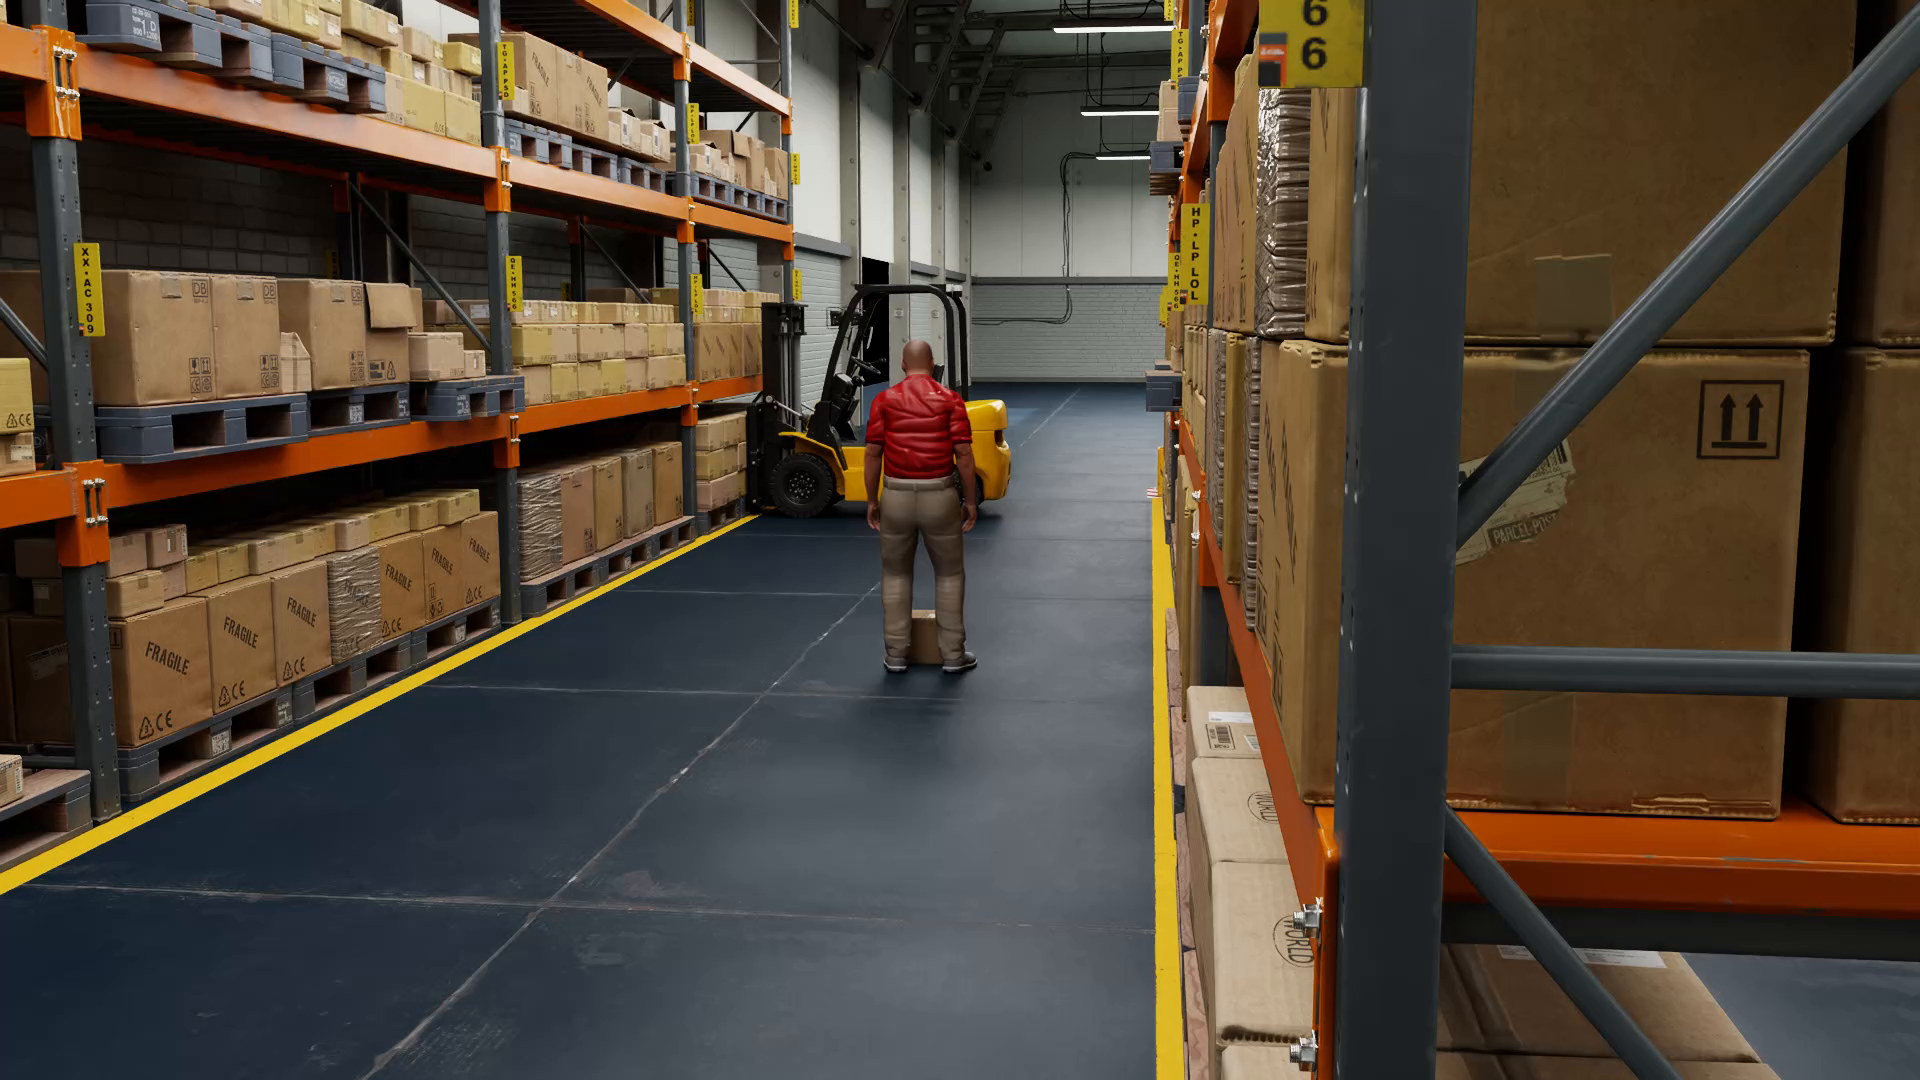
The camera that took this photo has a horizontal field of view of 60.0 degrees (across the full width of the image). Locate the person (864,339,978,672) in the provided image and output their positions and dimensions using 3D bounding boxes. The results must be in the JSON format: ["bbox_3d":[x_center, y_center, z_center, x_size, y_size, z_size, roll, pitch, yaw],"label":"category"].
[{"bbox_3d":[-0.205,-0.177,8.676,0.586,1.727,0.393,1,8,7],"label":"person"}]
